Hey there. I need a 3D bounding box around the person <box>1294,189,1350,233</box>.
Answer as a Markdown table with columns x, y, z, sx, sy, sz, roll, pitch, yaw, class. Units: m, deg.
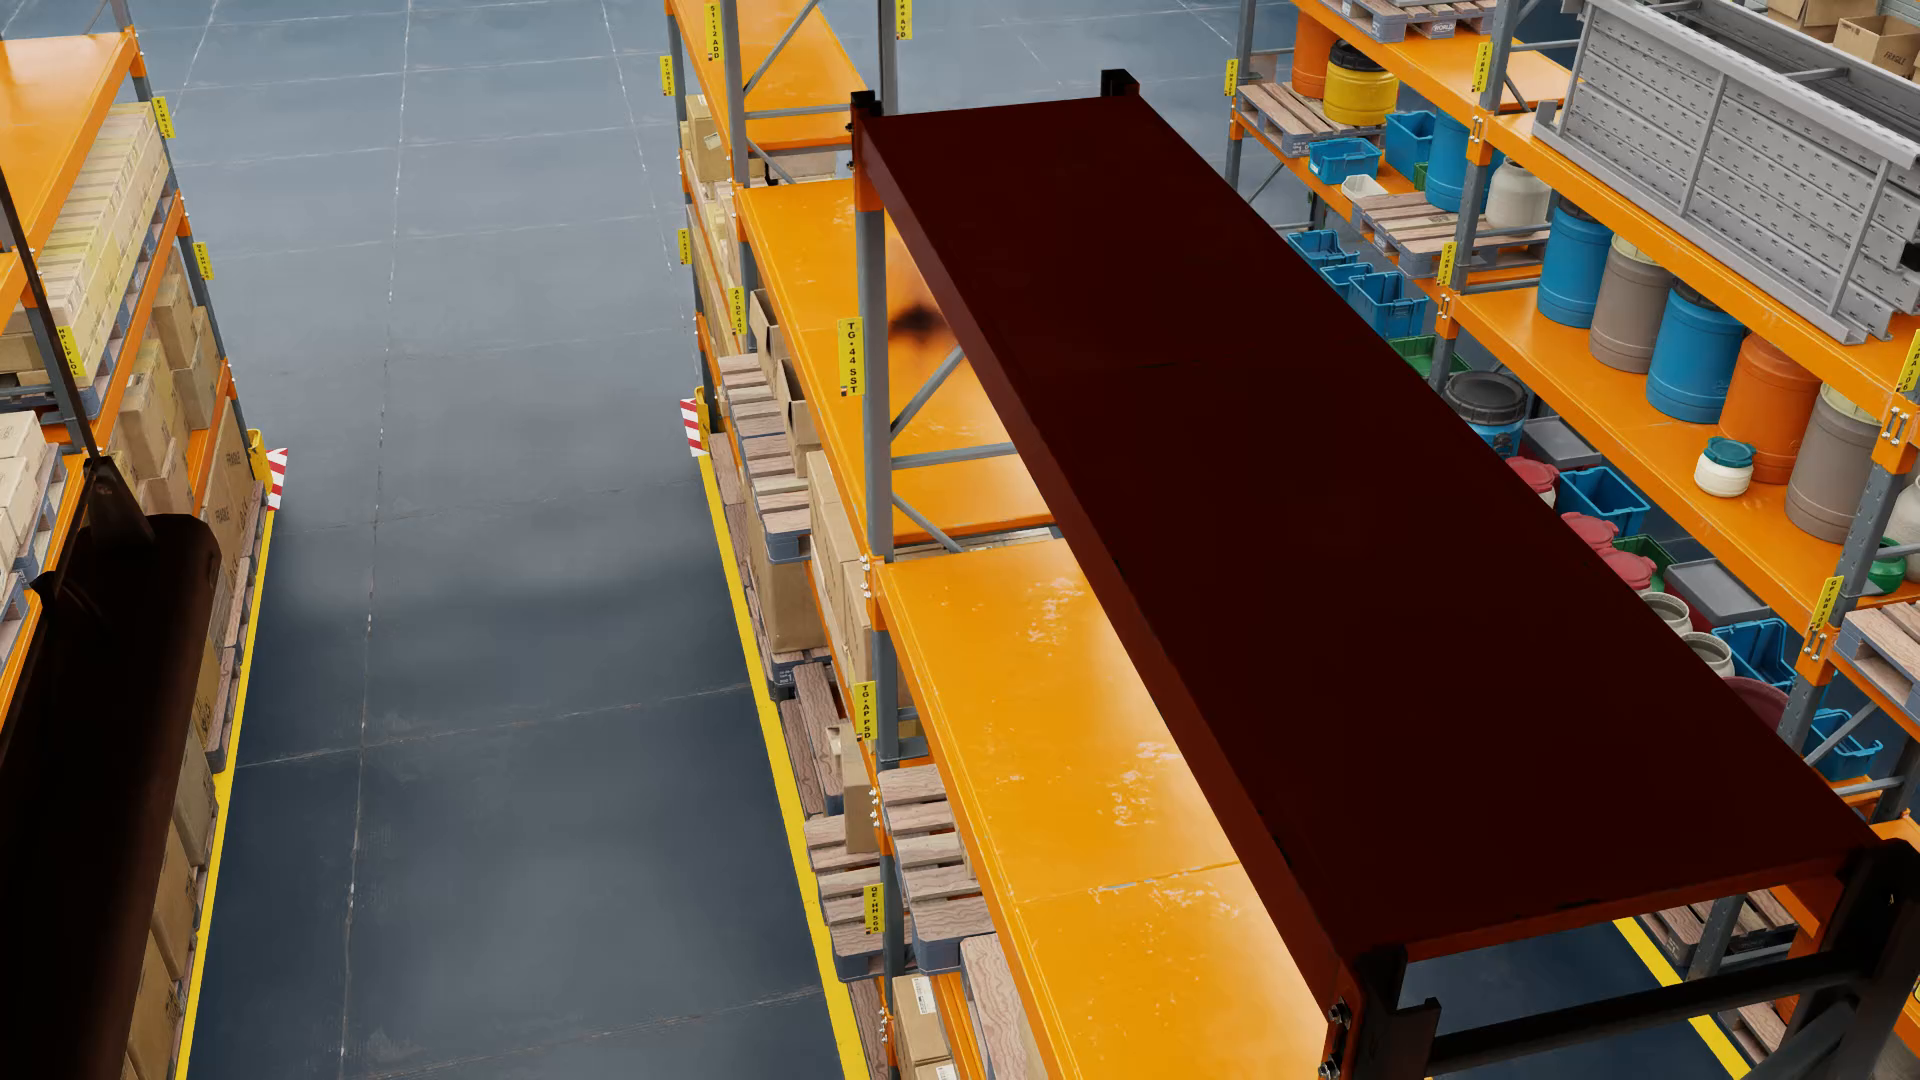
| x | y | z | sx | sy | sz | roll | pitch | yaw | class |
| --- | --- | --- | --- | --- | --- | --- | --- | --- | --- |
| 4.232 | -4.250 | 18.736 | 0.730 | 1.757 | 0.663 | 2 | 34 | 3 | person |
